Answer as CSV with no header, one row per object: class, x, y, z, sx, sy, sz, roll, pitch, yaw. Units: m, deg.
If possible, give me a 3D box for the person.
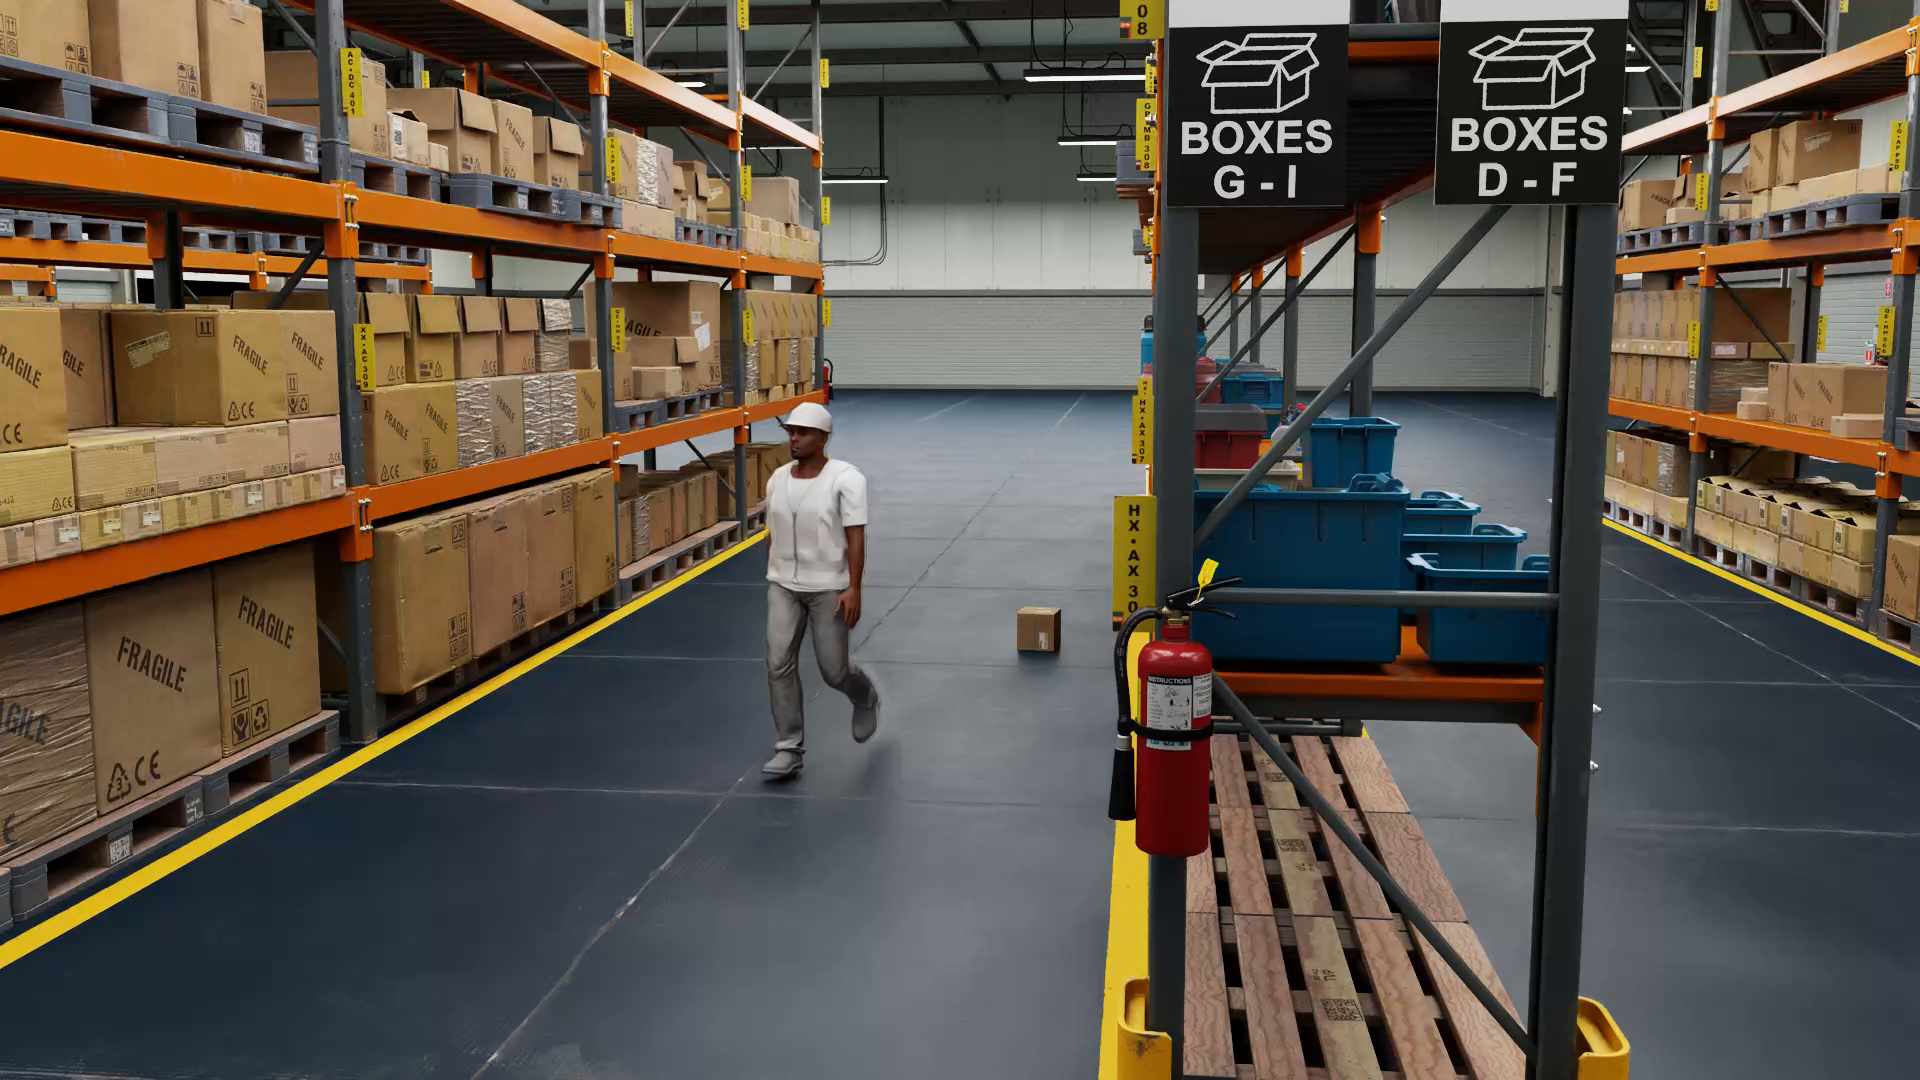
person,-0.694,0.214,7.977,0.569,1.744,0.812,3,8,22
